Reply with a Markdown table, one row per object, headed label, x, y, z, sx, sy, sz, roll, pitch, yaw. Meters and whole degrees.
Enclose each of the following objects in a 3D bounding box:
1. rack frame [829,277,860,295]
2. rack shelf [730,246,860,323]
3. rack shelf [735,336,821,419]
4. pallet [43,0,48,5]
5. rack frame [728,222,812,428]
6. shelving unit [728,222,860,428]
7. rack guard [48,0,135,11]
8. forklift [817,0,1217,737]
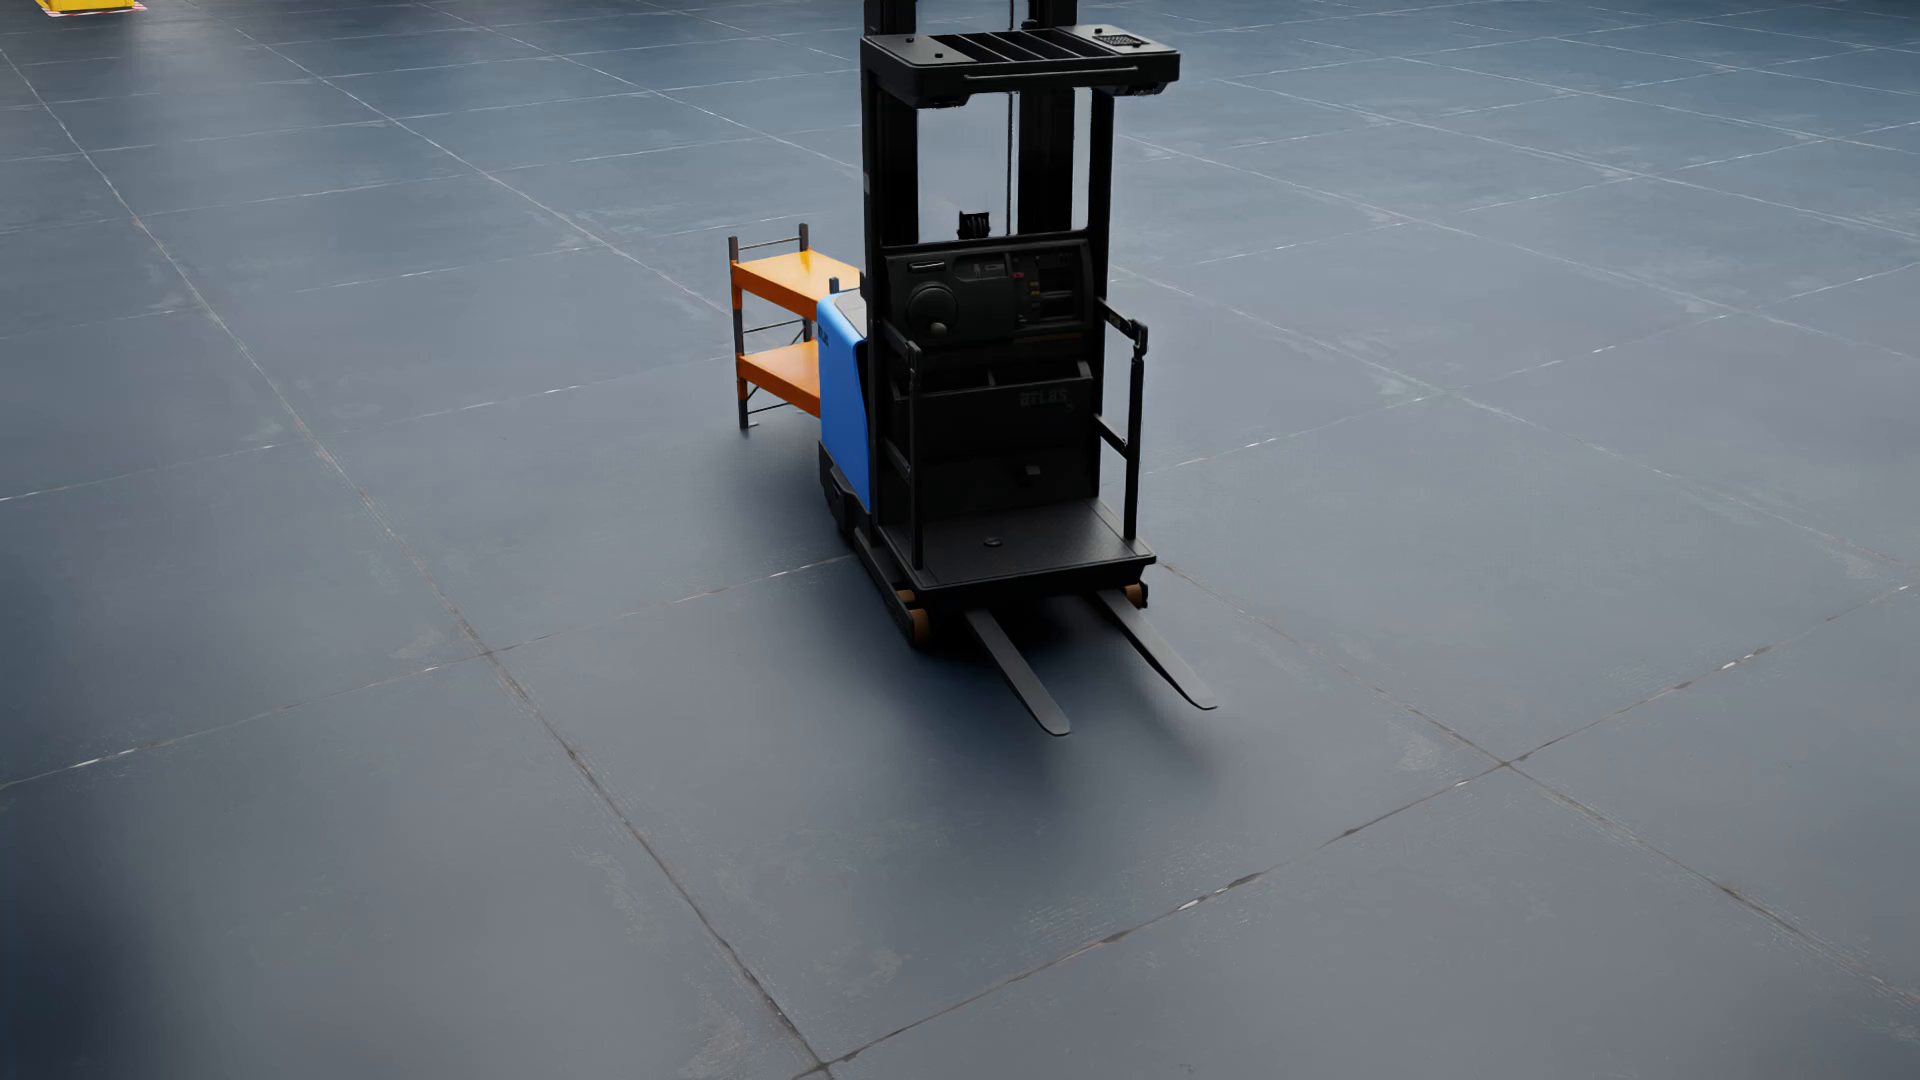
| label | x | y | z | sx | sy | sz | roll | pitch | yaw |
| --- | --- | --- | --- | --- | --- | --- | --- | --- | --- |
| rack frame | -0.456 | -0.879 | 8.794 | 0.500 | 1.125 | 0.032 | -18 | 31 | -33 |
| rack shelf | -0.763 | -1.317 | 9.036 | 0.538 | 0.278 | 1.000 | -18 | 31 | -33 |
| rack shelf | -0.763 | -0.831 | 9.265 | 0.538 | 0.278 | 1.000 | -18 | 31 | -33 |
| pallet | -13.850 | -8.585 | 26.188 | 1.003 | 0.211 | 1.213 | -16 | 29 | -30 |
| rack frame | -1.070 | -1.225 | 9.527 | 0.500 | 1.125 | 0.032 | -18 | 31 | -33 |
| shelving unit | -0.763 | -1.052 | 9.161 | 0.538 | 1.125 | 1.048 | -18 | 31 | -33 |
| rack guard | -13.384 | -8.443 | 25.550 | 1.175 | 0.500 | 0.348 | -16 | 29 | -30 |
| forklift | 0.204 | -1.055 | 7.051 | 1.130 | 2.935 | 3.031 | -8 | 26 | -16 |
